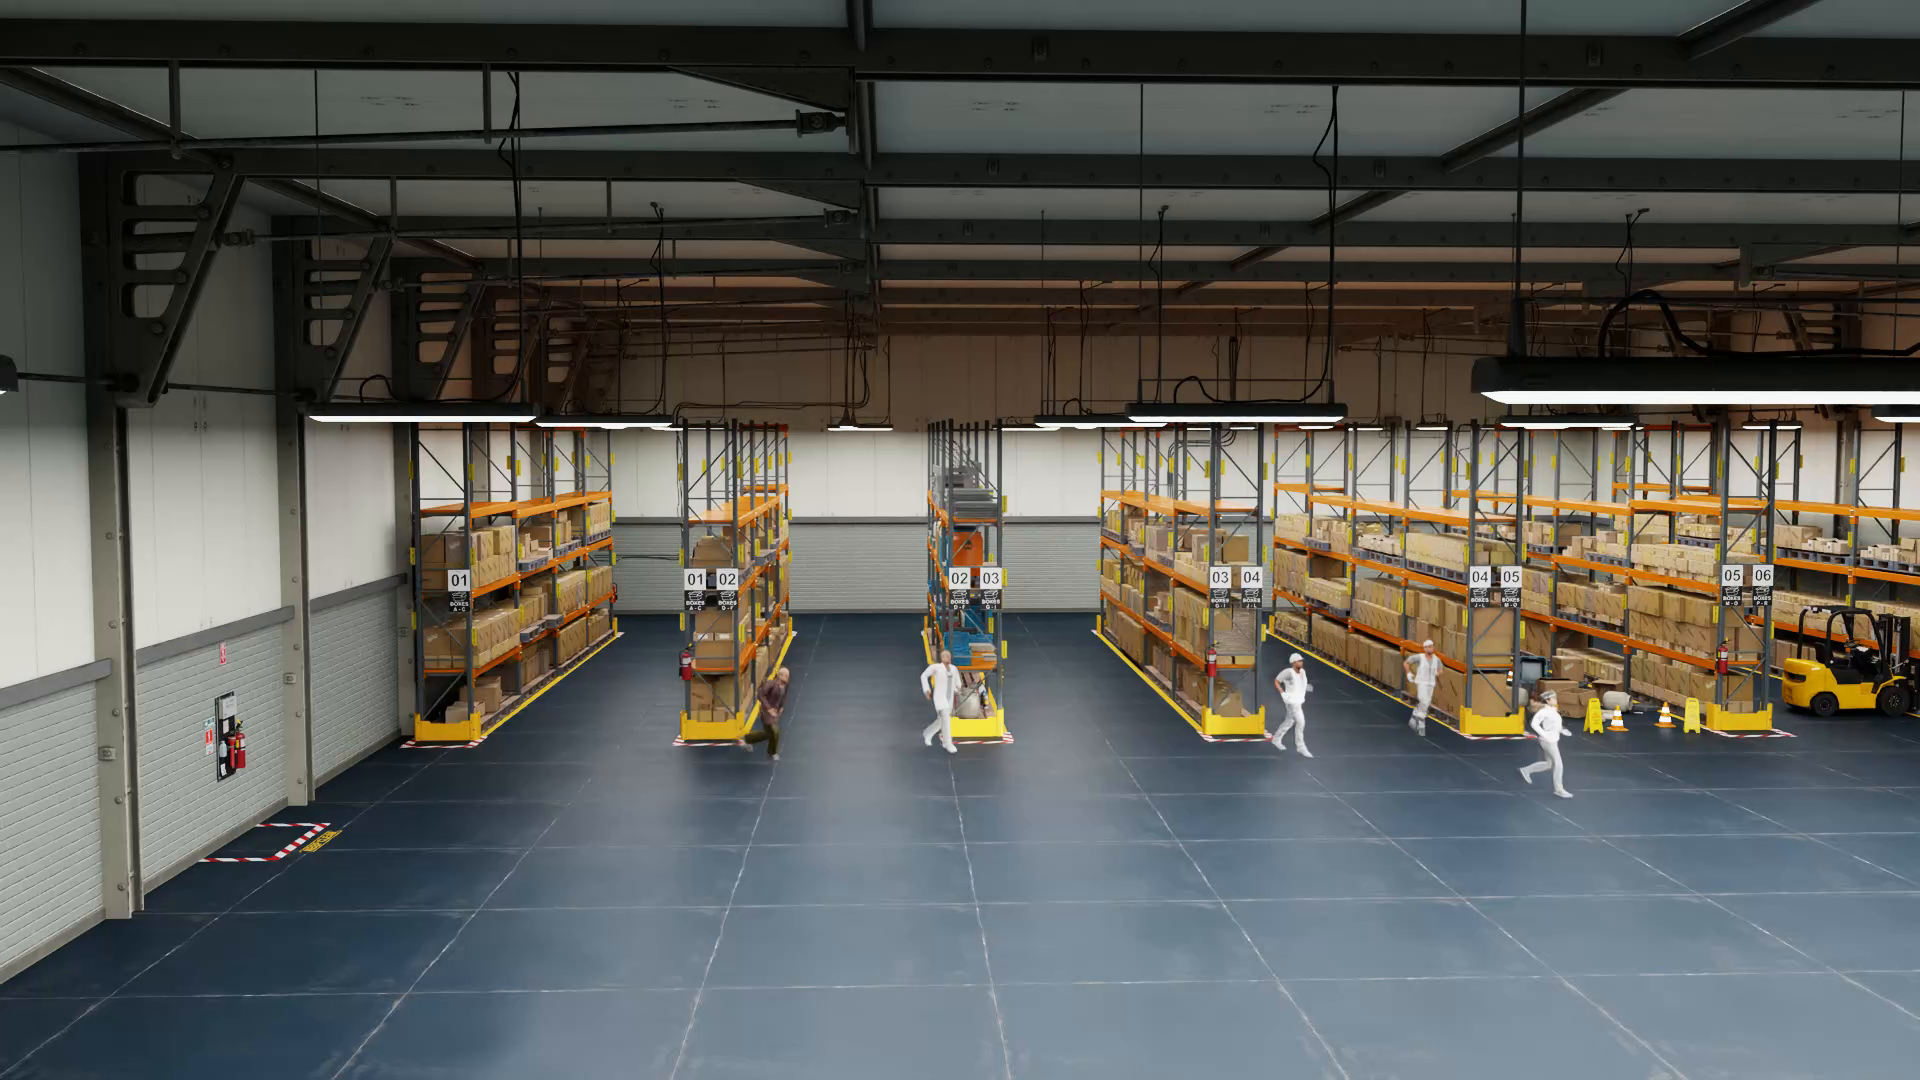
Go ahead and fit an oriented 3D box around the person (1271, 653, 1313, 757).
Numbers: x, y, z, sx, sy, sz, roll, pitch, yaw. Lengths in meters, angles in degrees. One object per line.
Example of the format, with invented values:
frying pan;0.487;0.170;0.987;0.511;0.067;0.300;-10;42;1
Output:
person;5.932;2.909;29.605;0.868;1.811;0.671;3;5;38

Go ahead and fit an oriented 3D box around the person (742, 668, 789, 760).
person;-3.420;3.055;29.323;1.015;1.669;0.704;2;4;31

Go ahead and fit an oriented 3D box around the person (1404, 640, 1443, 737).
person;8.882;2.810;31.784;0.672;1.817;0.742;-1;4;-19

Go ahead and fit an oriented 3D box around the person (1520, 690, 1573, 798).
person;9.308;3.208;26.363;0.821;1.691;0.618;2;4;34

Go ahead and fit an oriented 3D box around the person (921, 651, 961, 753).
person;-0.261;2.899;30.180;0.725;1.766;0.986;-3;5;-41
